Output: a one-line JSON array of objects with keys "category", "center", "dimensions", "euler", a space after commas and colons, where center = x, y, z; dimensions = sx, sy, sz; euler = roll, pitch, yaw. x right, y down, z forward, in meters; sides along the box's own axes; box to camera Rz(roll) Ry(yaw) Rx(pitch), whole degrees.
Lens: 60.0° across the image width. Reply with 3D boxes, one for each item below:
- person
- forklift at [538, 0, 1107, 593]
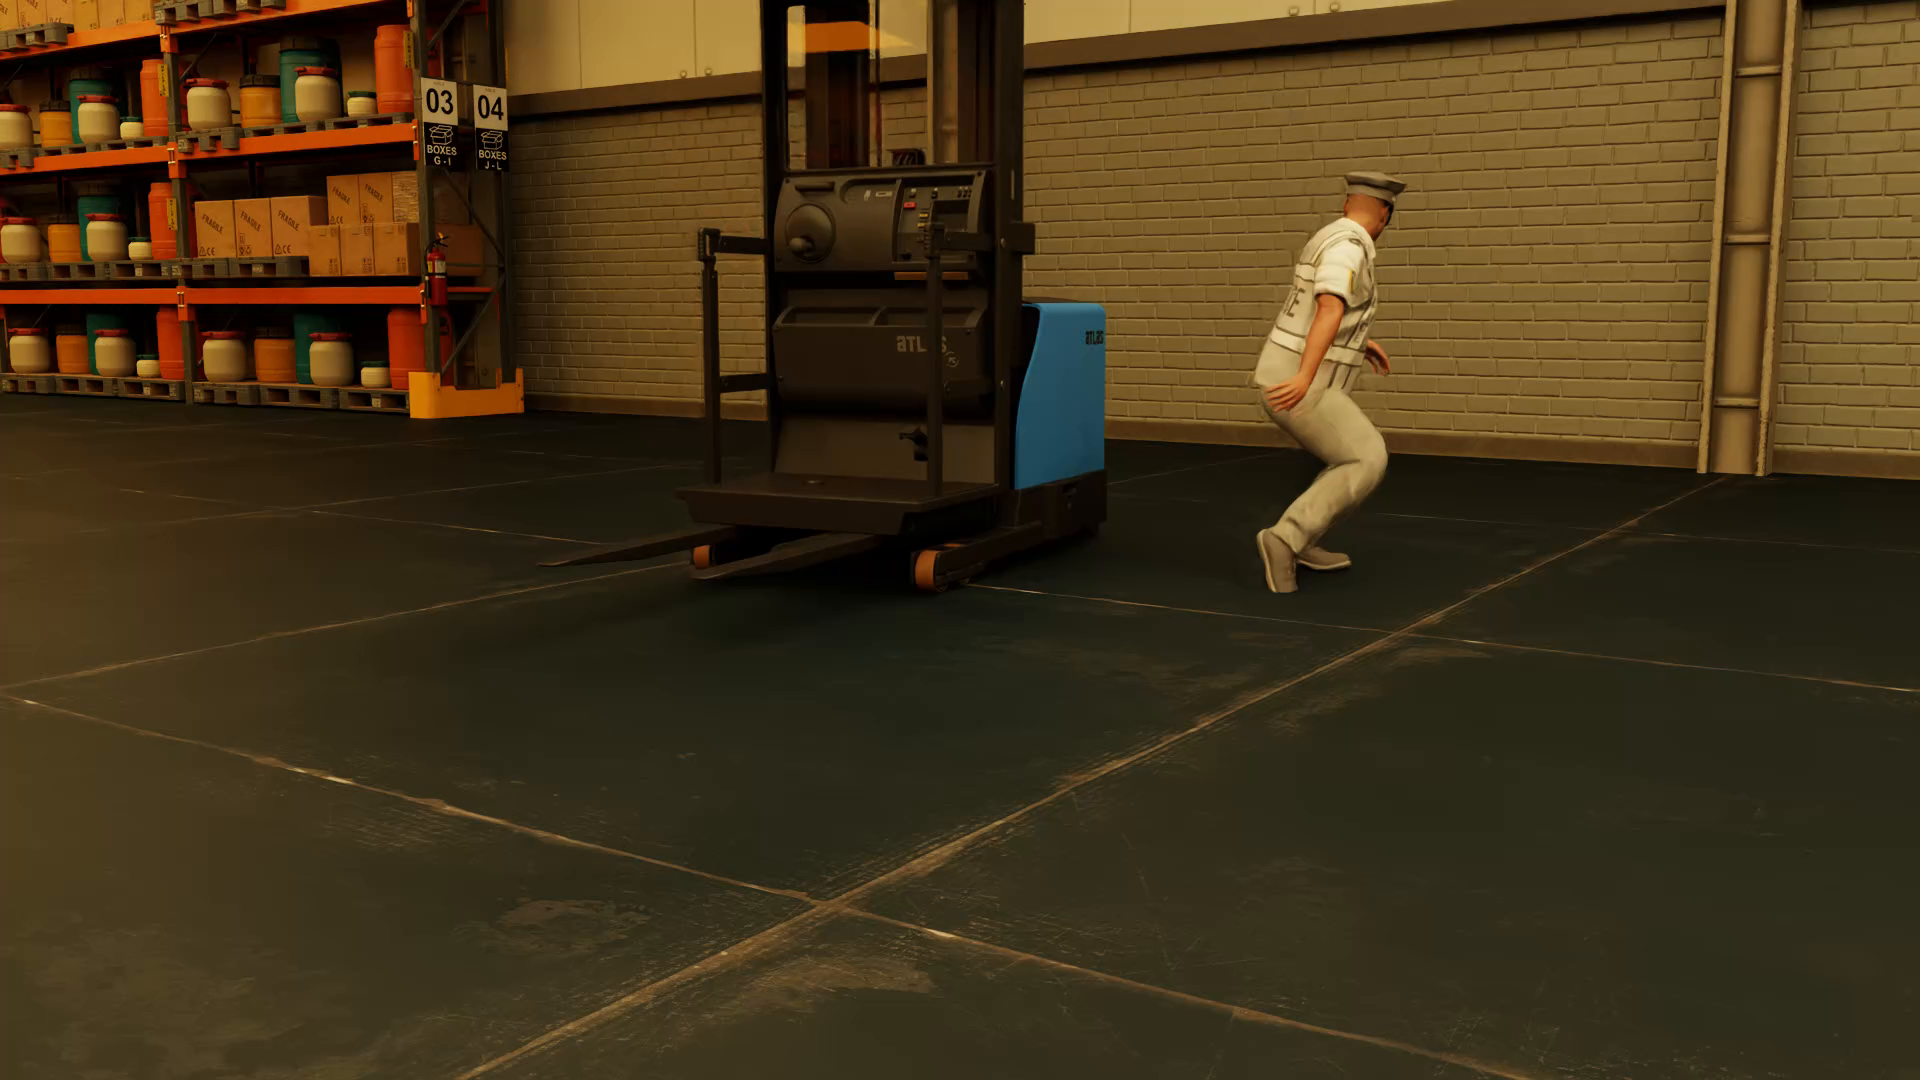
[{"category": "person", "center": [1.395, -0.570, 6.345], "dimensions": [0.550, 1.648, 1.003], "euler": [2, 8, 12]}, {"category": "forklift", "center": [-0.421, -1.322, 6.491], "dimensions": [1.130, 2.935, 3.031], "euler": [4, 9, 26]}]
